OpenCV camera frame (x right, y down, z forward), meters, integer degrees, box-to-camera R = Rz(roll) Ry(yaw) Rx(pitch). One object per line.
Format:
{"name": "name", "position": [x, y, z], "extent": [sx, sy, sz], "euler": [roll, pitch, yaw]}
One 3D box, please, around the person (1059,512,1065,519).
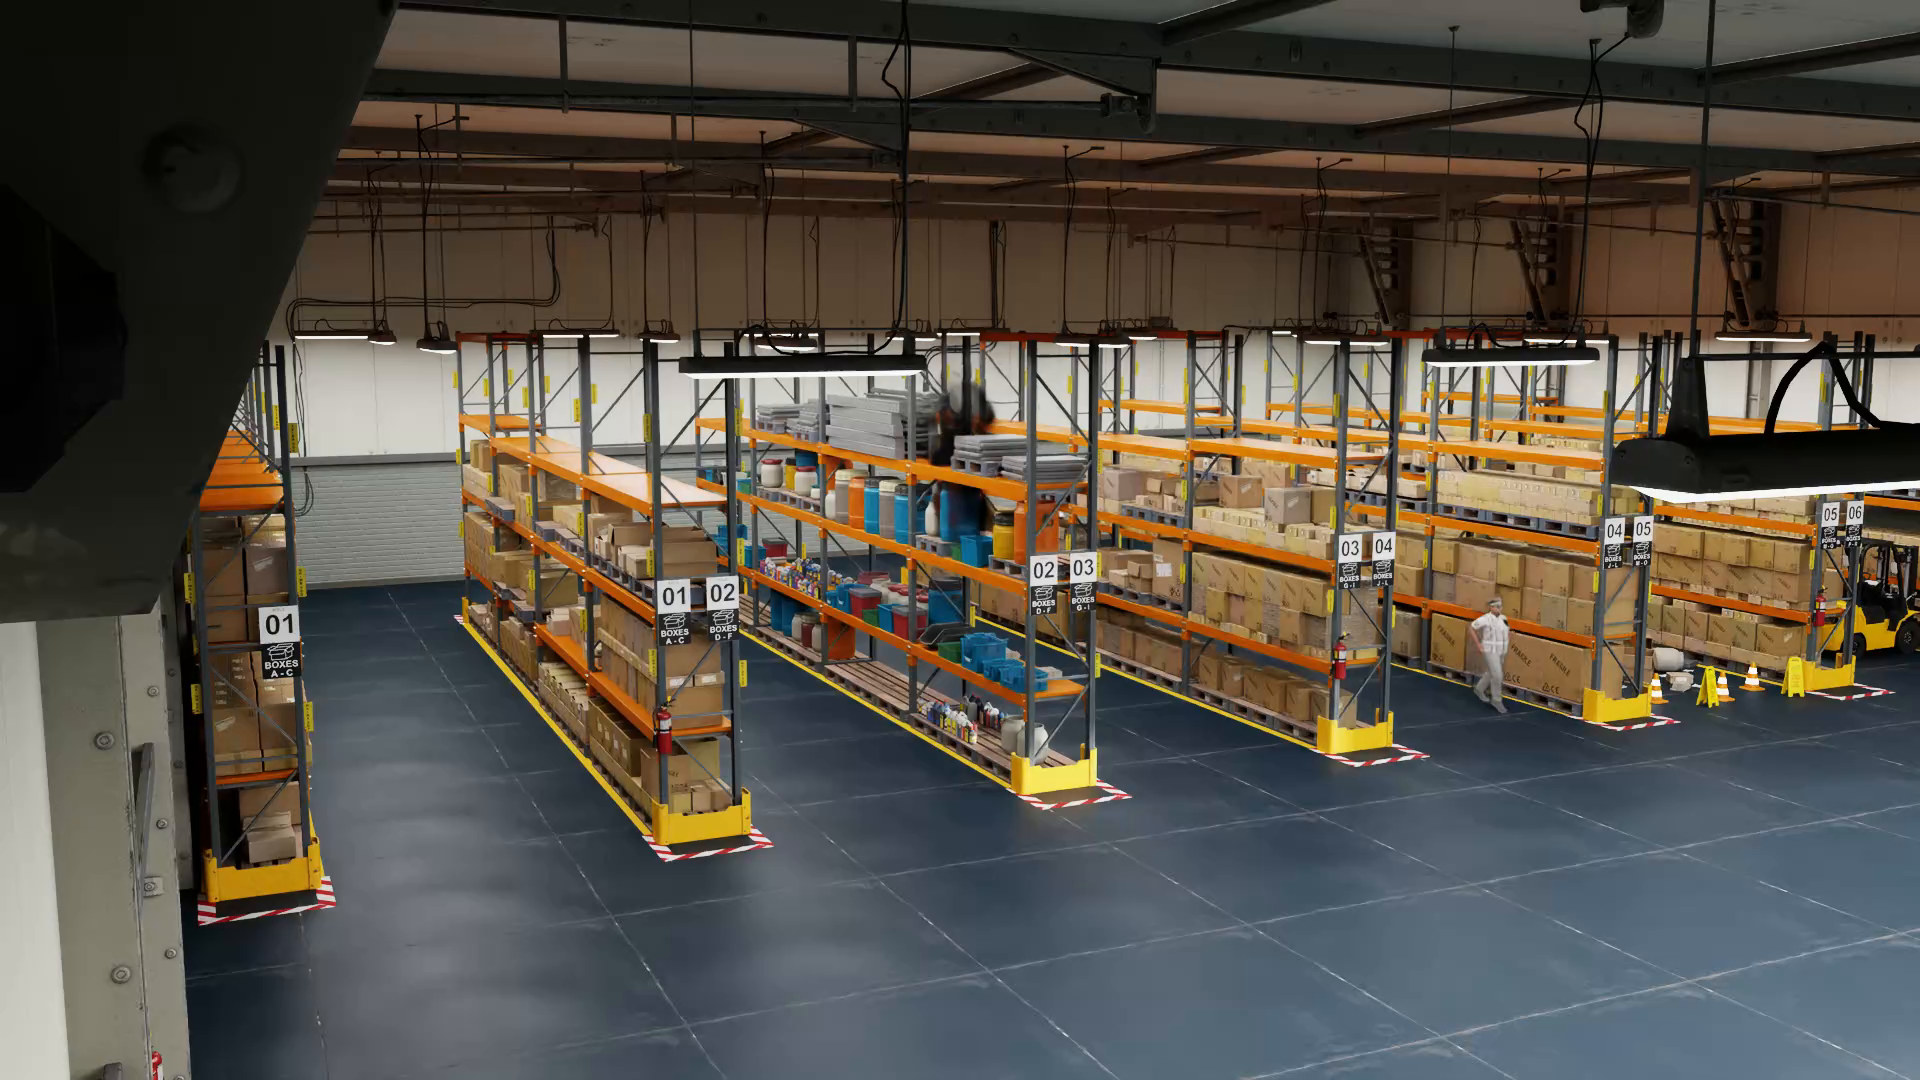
{"name": "person", "position": [2.247, 0.160, 39.691], "extent": [0.805, 1.667, 0.536], "euler": [-3, 8, -19]}

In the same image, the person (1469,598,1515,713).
{"name": "person", "position": [8.624, 1.830, 26.905], "extent": [0.640, 1.839, 0.837], "euler": [-5, 9, -32]}
